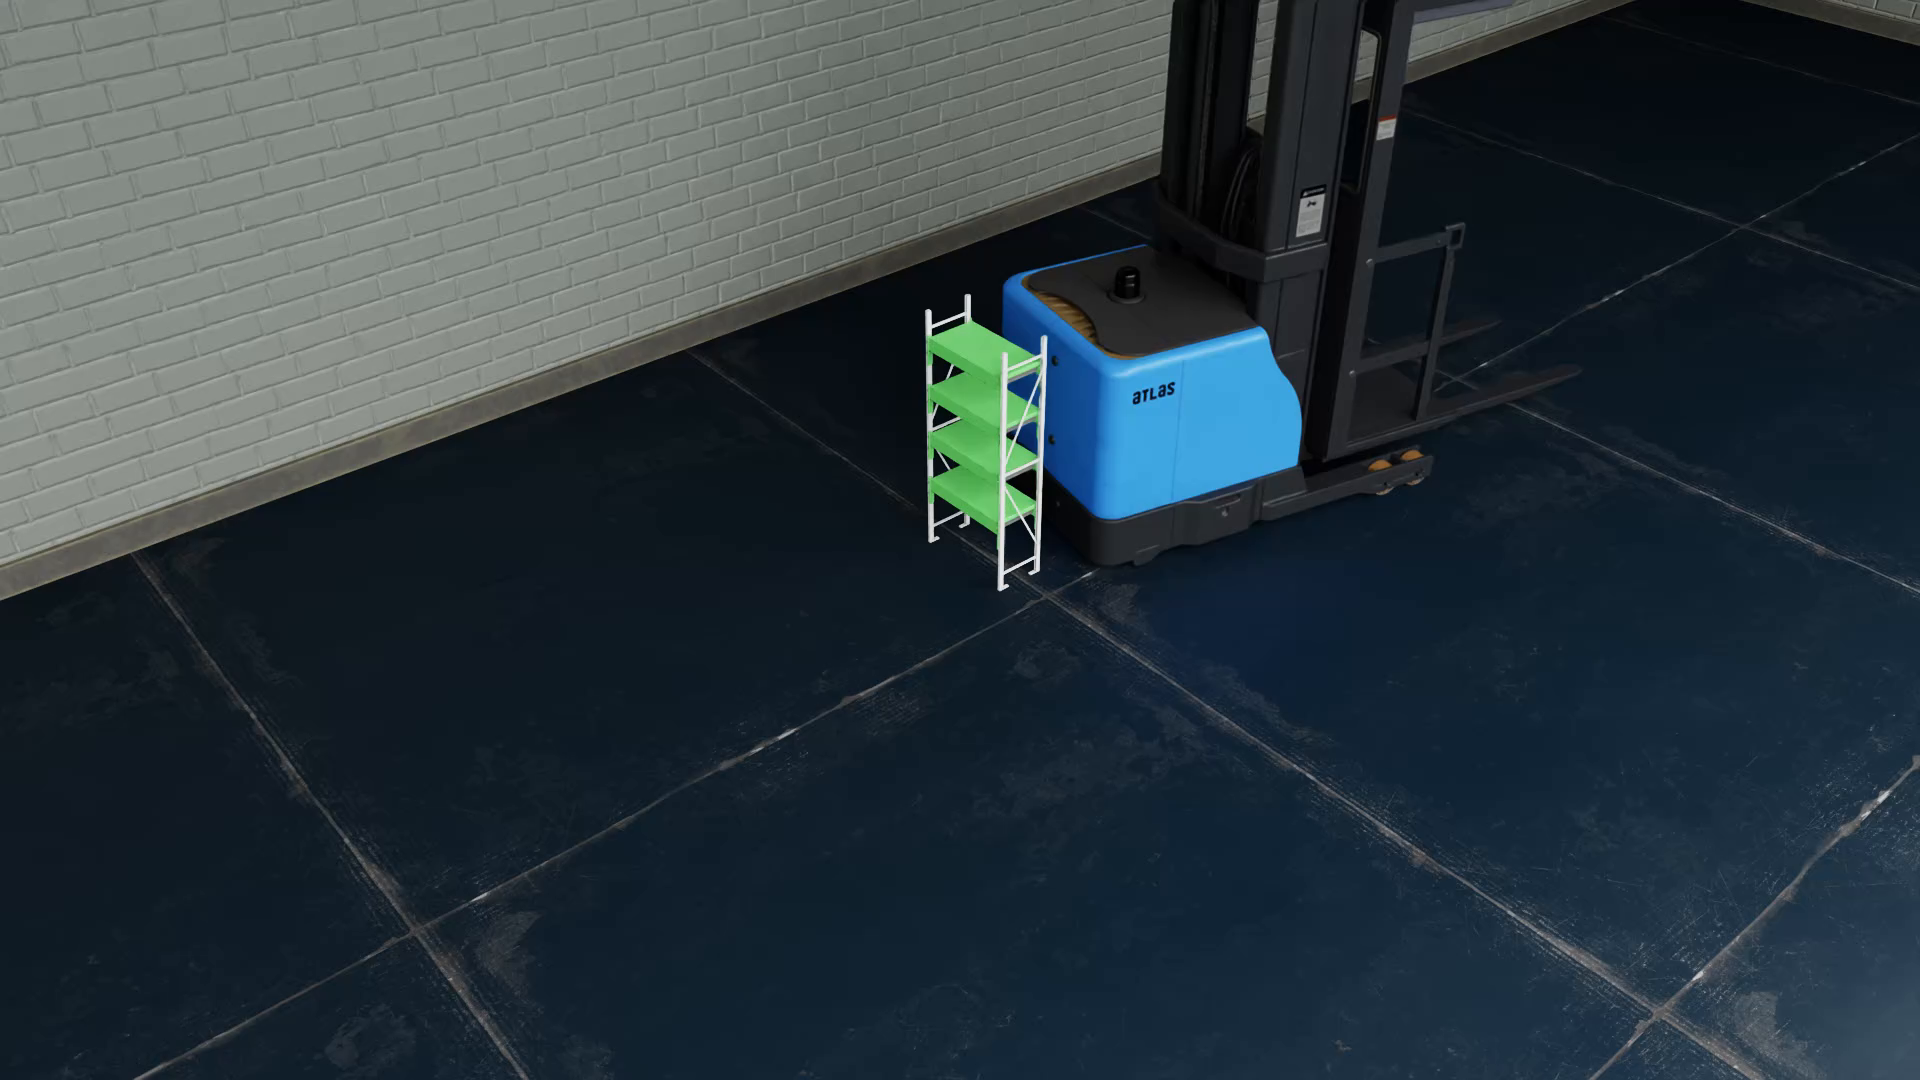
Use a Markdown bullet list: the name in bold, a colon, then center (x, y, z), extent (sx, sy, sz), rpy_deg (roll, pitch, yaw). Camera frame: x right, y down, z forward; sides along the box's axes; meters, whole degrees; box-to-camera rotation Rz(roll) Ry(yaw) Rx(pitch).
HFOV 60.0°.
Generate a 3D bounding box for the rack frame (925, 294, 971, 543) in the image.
- **rack frame**: center (-0.051, -0.524, 7.452), extent (0.240, 1.200, 0.015), rpy_deg (-26, 43, -32)

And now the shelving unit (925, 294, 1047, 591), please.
- **shelving unit**: center (0.107, -0.417, 7.300), extent (0.258, 1.200, 0.503), rpy_deg (-26, 43, -32)

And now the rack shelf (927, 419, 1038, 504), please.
- **rack shelf**: center (0.107, -0.364, 7.337), extent (0.258, 0.148, 0.480), rpy_deg (-26, 43, -32)

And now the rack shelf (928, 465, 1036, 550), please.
- **rack shelf**: center (0.107, -0.169, 7.476), extent (0.258, 0.148, 0.480), rpy_deg (-26, 43, -32)

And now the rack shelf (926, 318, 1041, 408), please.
- **rack shelf**: center (0.107, -0.756, 7.060), extent (0.258, 0.148, 0.480), rpy_deg (-26, 43, -32)

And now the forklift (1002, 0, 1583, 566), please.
- **forklift**: center (1.730, -1.669, 7.571), extent (3.031, 2.935, 1.130), rpy_deg (-17, 39, -22)

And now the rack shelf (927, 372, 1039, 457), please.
- **rack shelf**: center (0.107, -0.560, 7.198), extent (0.258, 0.148, 0.480), rpy_deg (-26, 43, -32)

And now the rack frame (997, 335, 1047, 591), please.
- **rack frame**: center (0.264, -0.309, 7.148), extent (0.240, 1.200, 0.015), rpy_deg (-26, 43, -32)
